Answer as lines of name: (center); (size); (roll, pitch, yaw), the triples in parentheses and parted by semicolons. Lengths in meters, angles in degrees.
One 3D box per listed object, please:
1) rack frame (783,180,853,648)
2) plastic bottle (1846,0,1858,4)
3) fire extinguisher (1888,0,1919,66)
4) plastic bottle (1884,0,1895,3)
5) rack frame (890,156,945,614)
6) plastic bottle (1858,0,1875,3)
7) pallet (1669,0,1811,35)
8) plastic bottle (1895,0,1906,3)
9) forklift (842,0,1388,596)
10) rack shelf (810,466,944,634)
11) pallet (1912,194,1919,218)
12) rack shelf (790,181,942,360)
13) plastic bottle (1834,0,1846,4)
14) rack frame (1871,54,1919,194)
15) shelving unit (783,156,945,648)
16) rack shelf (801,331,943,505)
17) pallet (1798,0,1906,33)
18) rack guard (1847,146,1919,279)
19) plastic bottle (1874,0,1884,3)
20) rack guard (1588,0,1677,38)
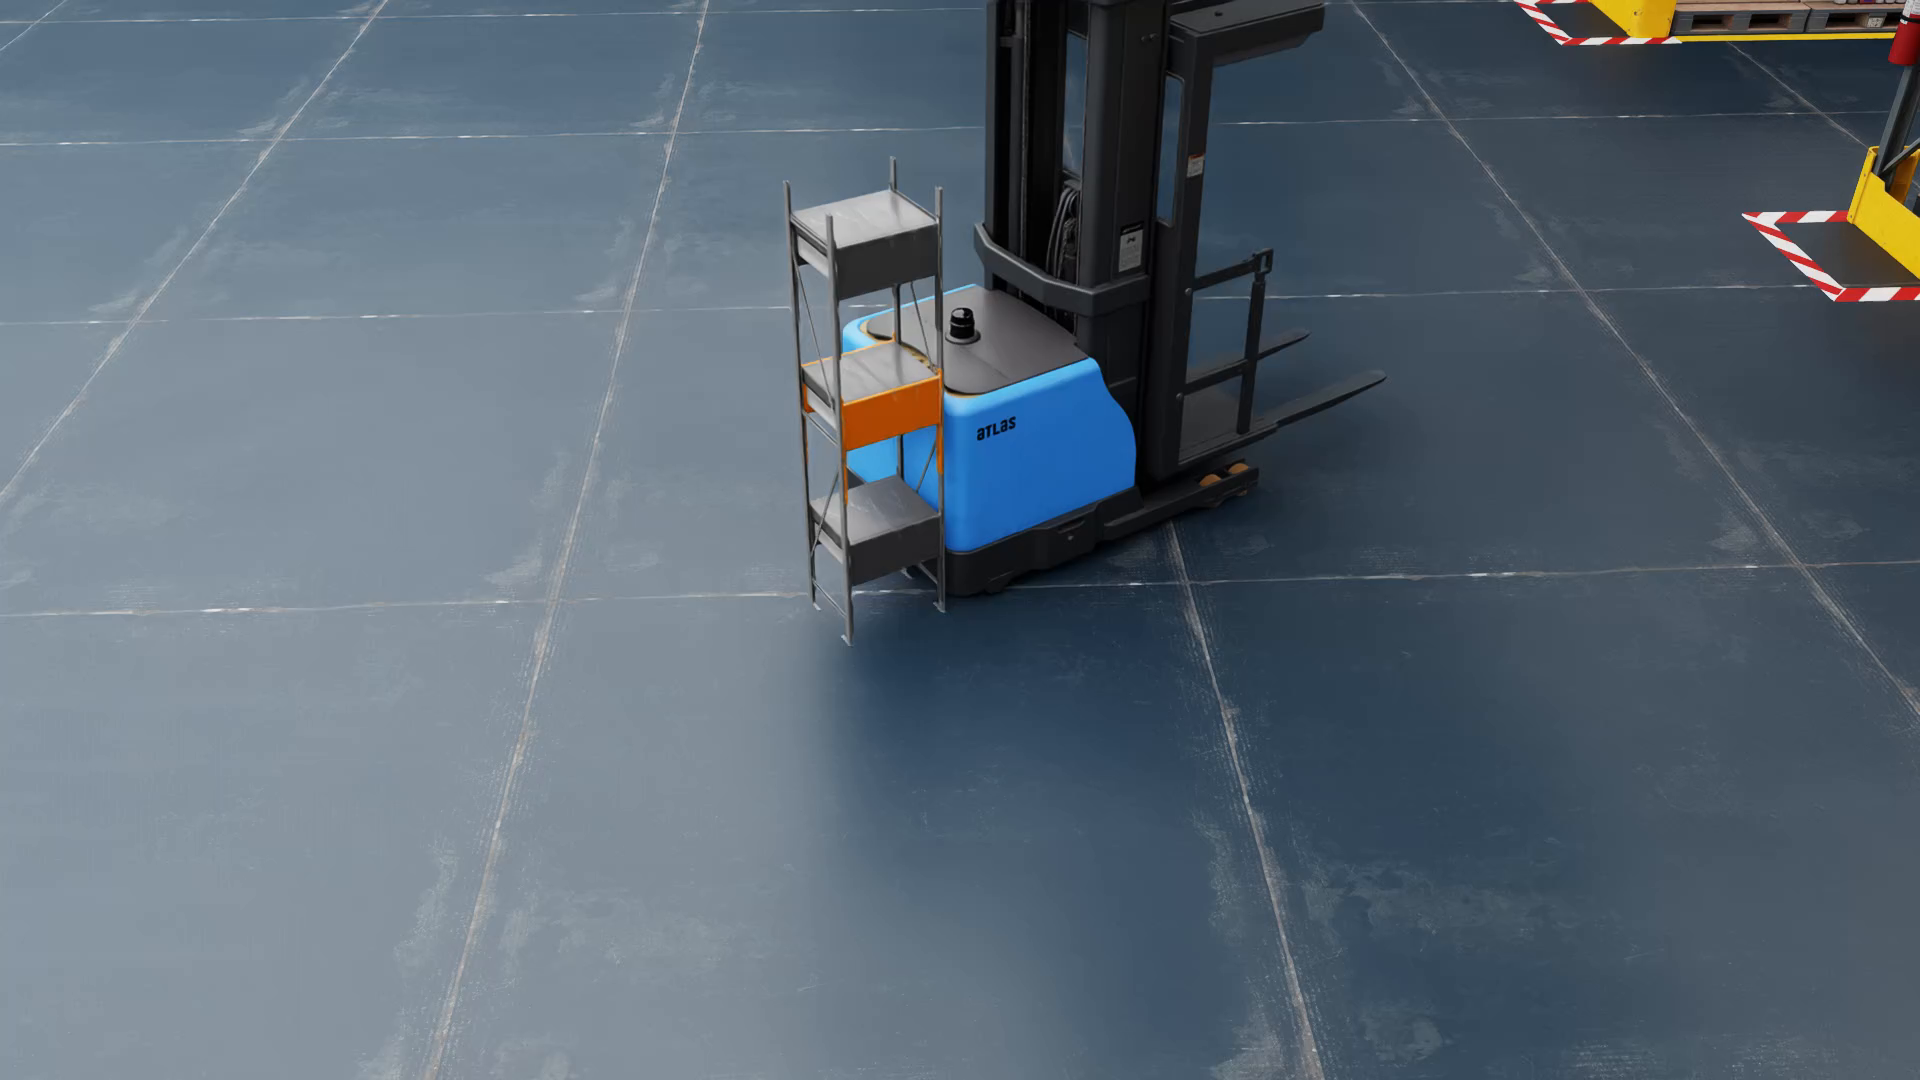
rack frame: (-0.595, -0.472, 7.087); (0.015, 2.100, 0.400); (-19, 39, -25)
plastic bottle: (7.914, -4.859, 14.708); (0.097, 0.201, 0.097); (0, 35, 0)
fire extinguisher: (6.083, -3.366, 10.546); (0.183, 0.674, 0.296); (-2, 35, -2)
plastic bottle: (8.253, -4.897, 14.701); (0.097, 0.271, 0.097); (0, 35, 0)
rack frame: (-0.178, -0.617, 7.296); (0.015, 2.100, 0.400); (-19, 39, -25)
plastic bottle: (8.038, -4.886, 14.674); (0.133, 0.283, 0.061); (-1, 35, -1)
pallet: (6.870, -4.856, 15.081); (1.213, 0.211, 1.003); (-2, 35, -2)
plastic bottle: (8.352, -4.871, 14.725); (0.097, 0.201, 0.097); (0, 35, 0)
forklift: (0.929, -1.597, 7.982); (3.031, 2.935, 1.130); (-21, 40, -28)
rack shelf: (-0.387, 0.042, 7.598); (0.480, 0.518, 0.431); (-19, 39, -25)
pallet: (7.109, -1.996, 10.949); (1.213, 0.211, 1.003); (-2, 35, -2)
rack shelf: (-0.387, -1.109, 6.801); (0.480, 0.518, 0.431); (-19, 39, -25)
plastic bottle: (7.811, -4.885, 14.684); (0.097, 0.271, 0.097); (0, 35, 0)
rack frame: (6.219, -3.139, 10.150); (0.127, 3.000, 1.000); (-2, 35, -2)
shelving unit: (-0.387, -0.544, 7.191); (0.503, 2.100, 0.431); (-19, 39, -25)
rack shelf: (-0.387, -0.533, 7.199); (0.480, 0.518, 0.431); (-19, 39, -25)
pallet: (8.086, -4.887, 15.126); (1.213, 0.211, 1.003); (-2, 35, -2)
rack guard: (6.295, -2.113, 10.864); (0.348, 0.500, 1.175); (-2, 35, -2)
plastic bottle: (8.153, -4.895, 14.697); (0.097, 0.271, 0.097); (0, 35, 0)
rack guard: (6.059, -4.955, 14.971); (0.348, 0.500, 1.175); (-2, 35, -2)
